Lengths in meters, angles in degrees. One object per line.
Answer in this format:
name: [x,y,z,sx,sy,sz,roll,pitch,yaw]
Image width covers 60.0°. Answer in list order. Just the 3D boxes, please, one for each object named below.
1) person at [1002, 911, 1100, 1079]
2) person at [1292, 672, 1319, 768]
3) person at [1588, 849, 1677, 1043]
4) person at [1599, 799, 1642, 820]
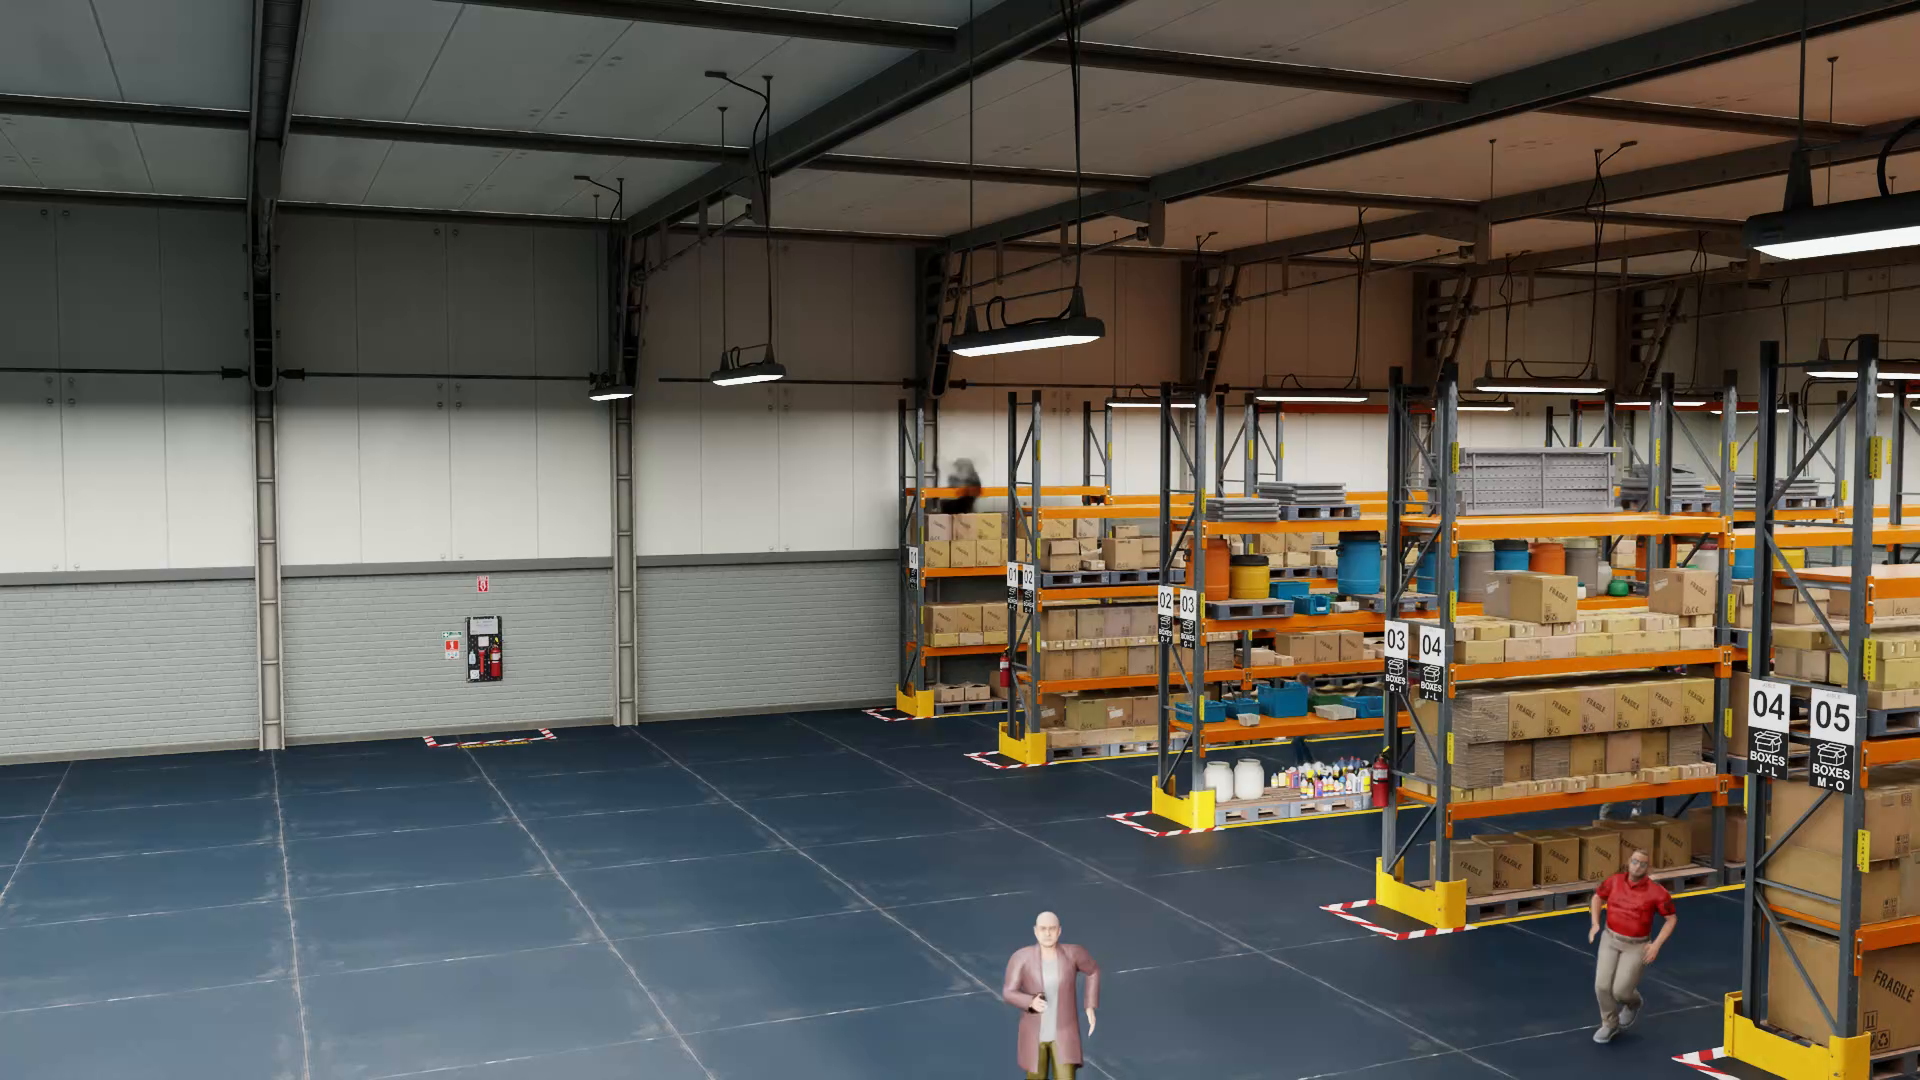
person: [0.652,3.588,11.961,0.689,1.835,0.804,0,3,7]
person: [5.277,2.859,25.698,0.666,1.639,0.514,-2,4,-32]
person: [5.777,3.495,14.335,0.724,1.682,0.533,3,5,43]
person: [8.872,3.043,22.360,0.855,1.584,0.520,-2,4,-34]
